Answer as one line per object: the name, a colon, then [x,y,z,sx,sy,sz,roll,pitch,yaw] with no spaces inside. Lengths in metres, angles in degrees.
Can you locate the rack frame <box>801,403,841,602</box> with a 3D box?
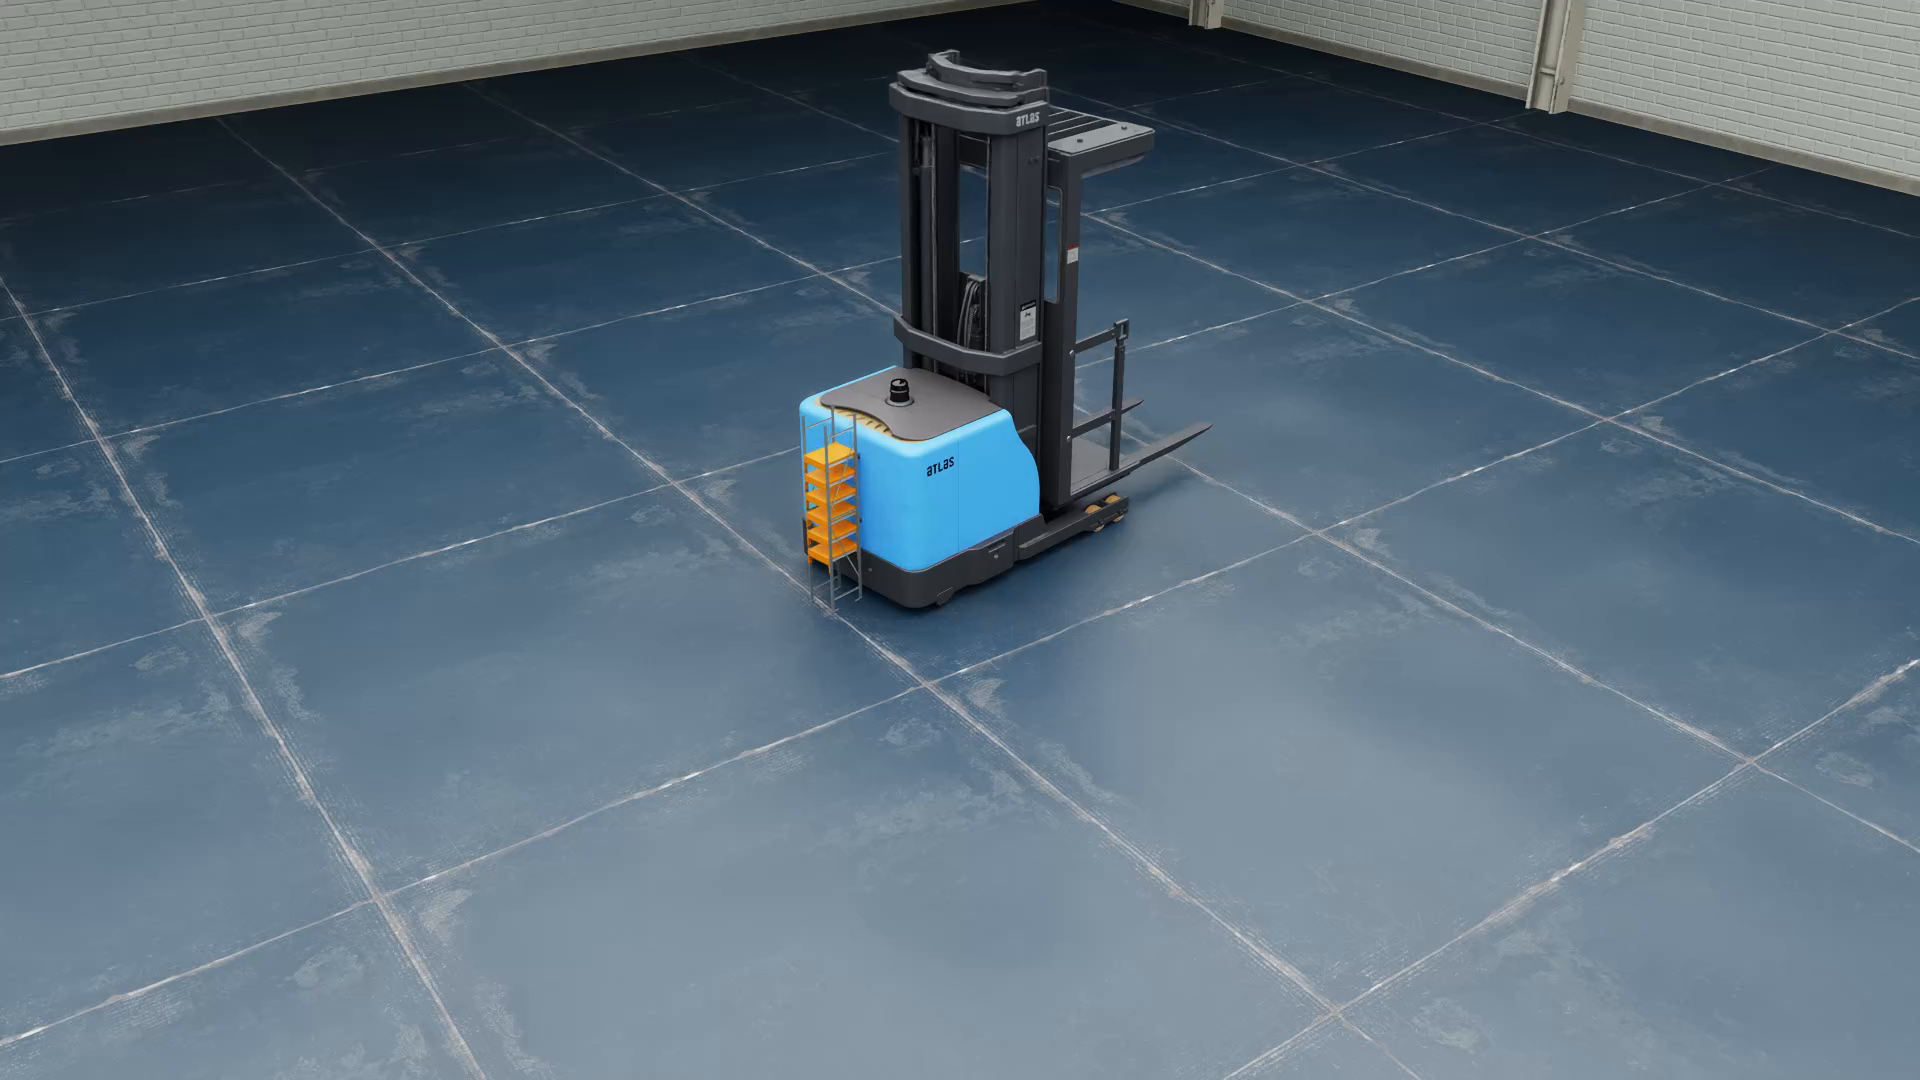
rack frame: [-0.796,-0.202,9.592,0.006,1.200,0.240,25,37,37]

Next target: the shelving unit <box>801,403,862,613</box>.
shelving unit: [-0.730,-0.172,9.537,0.189,1.200,0.258,25,37,37]

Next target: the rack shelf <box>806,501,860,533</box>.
rack shelf: [-0.730,-0.133,9.558,0.180,0.103,0.258,25,37,37]

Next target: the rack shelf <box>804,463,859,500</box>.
rack shelf: [-0.730,-0.344,9.443,0.180,0.103,0.258,25,37,37]

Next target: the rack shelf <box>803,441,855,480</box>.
rack shelf: [-0.730,-0.450,9.386,0.180,0.103,0.258,25,37,37]

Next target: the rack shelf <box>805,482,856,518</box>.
rack shelf: [-0.730,-0.239,9.501,0.180,0.103,0.258,25,37,37]

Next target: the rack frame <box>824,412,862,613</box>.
rack frame: [-0.664,-0.142,9.481,0.006,1.200,0.240,25,37,37]

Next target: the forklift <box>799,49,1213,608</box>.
forklift: [0.441,-1.498,10.163,3.031,2.935,1.130,-25,37,-38]

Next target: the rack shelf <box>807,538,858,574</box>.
rack shelf: [-0.730,0.078,9.672,0.180,0.103,0.258,25,37,37]

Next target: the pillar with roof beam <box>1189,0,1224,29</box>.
pillar with roof beam: [0.083,-10.290,19.995,9.100,9.000,0.400,-19,34,-31]

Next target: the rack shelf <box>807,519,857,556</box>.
rack shelf: [-0.730,-0.028,9.615,0.180,0.103,0.258,25,37,37]

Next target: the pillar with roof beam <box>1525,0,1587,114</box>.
pillar with roof beam: [3.564,-7.957,15.700,9.100,9.000,0.400,-19,34,-31]
